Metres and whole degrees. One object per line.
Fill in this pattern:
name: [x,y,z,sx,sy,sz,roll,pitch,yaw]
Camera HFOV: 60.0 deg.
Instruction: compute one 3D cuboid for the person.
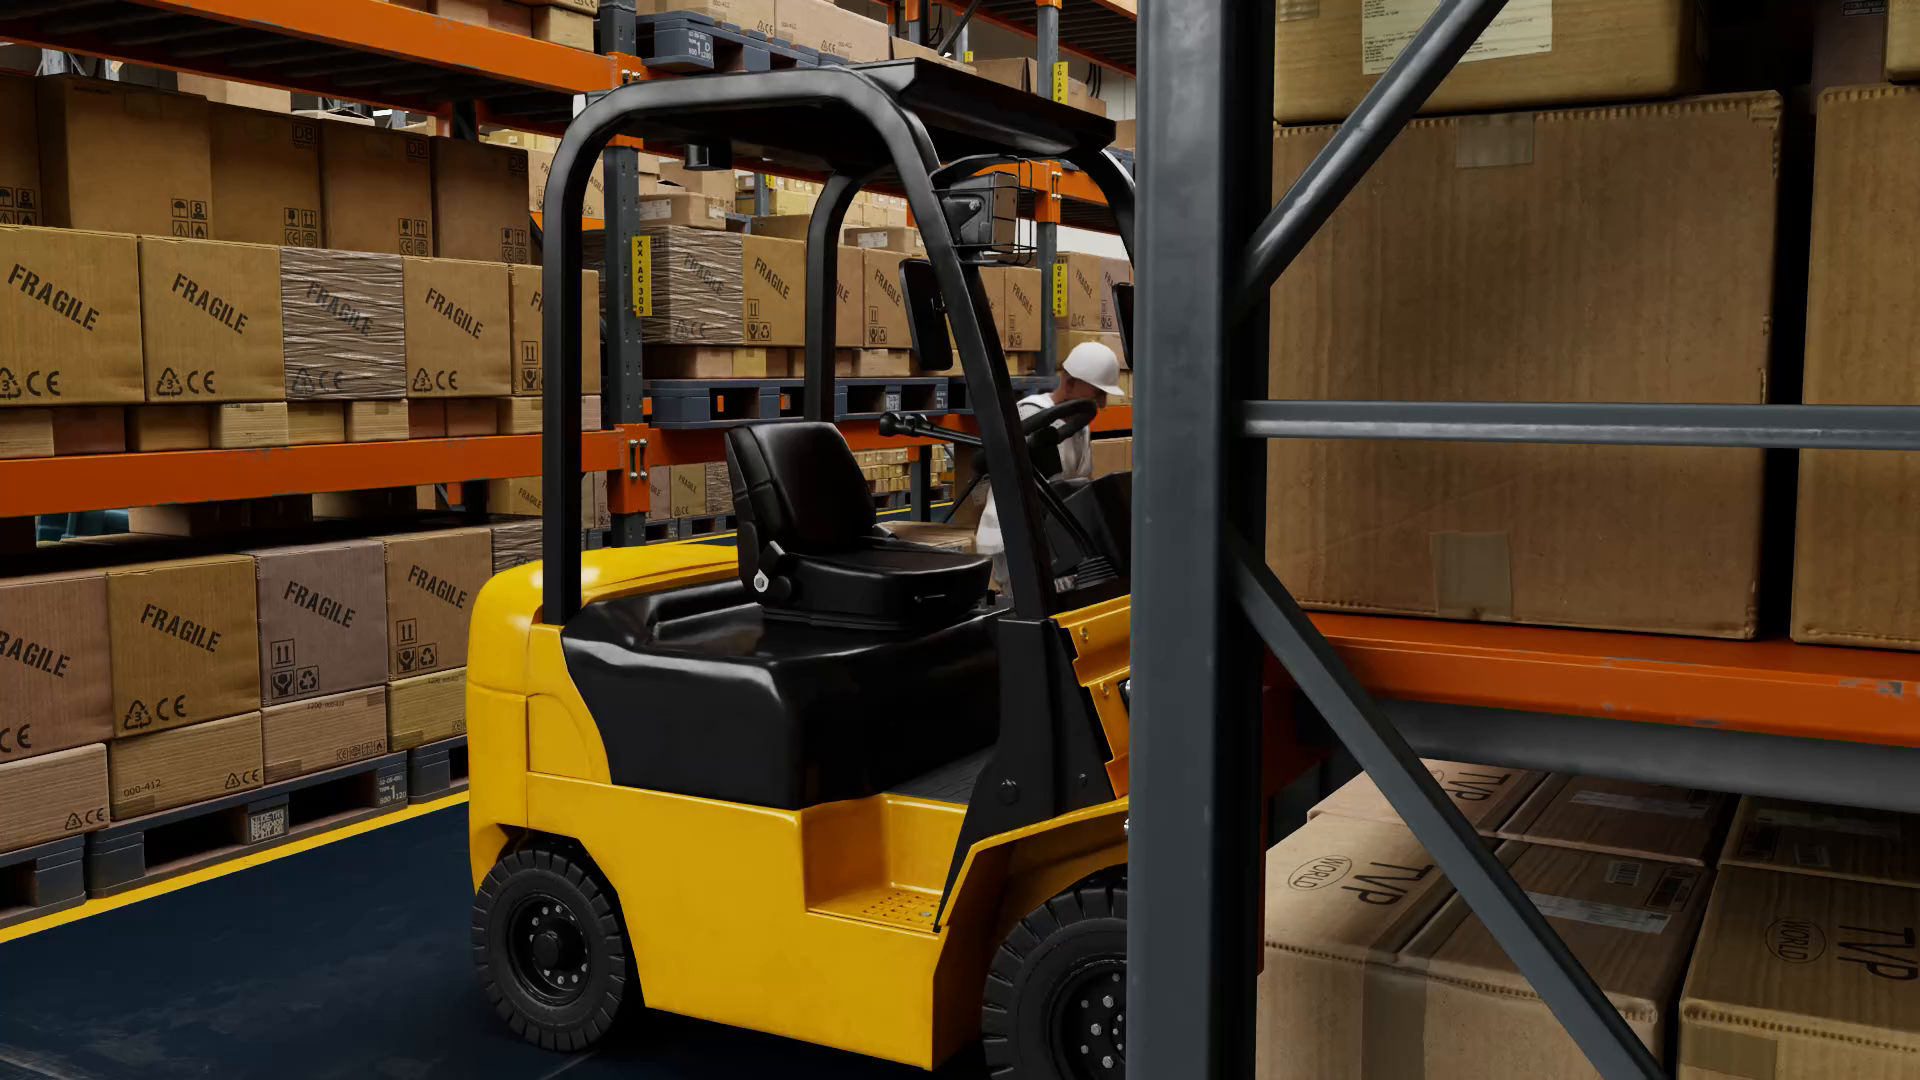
person: [0.377,0.048,6.619,0.561,1.663,0.591,3,7,30]
